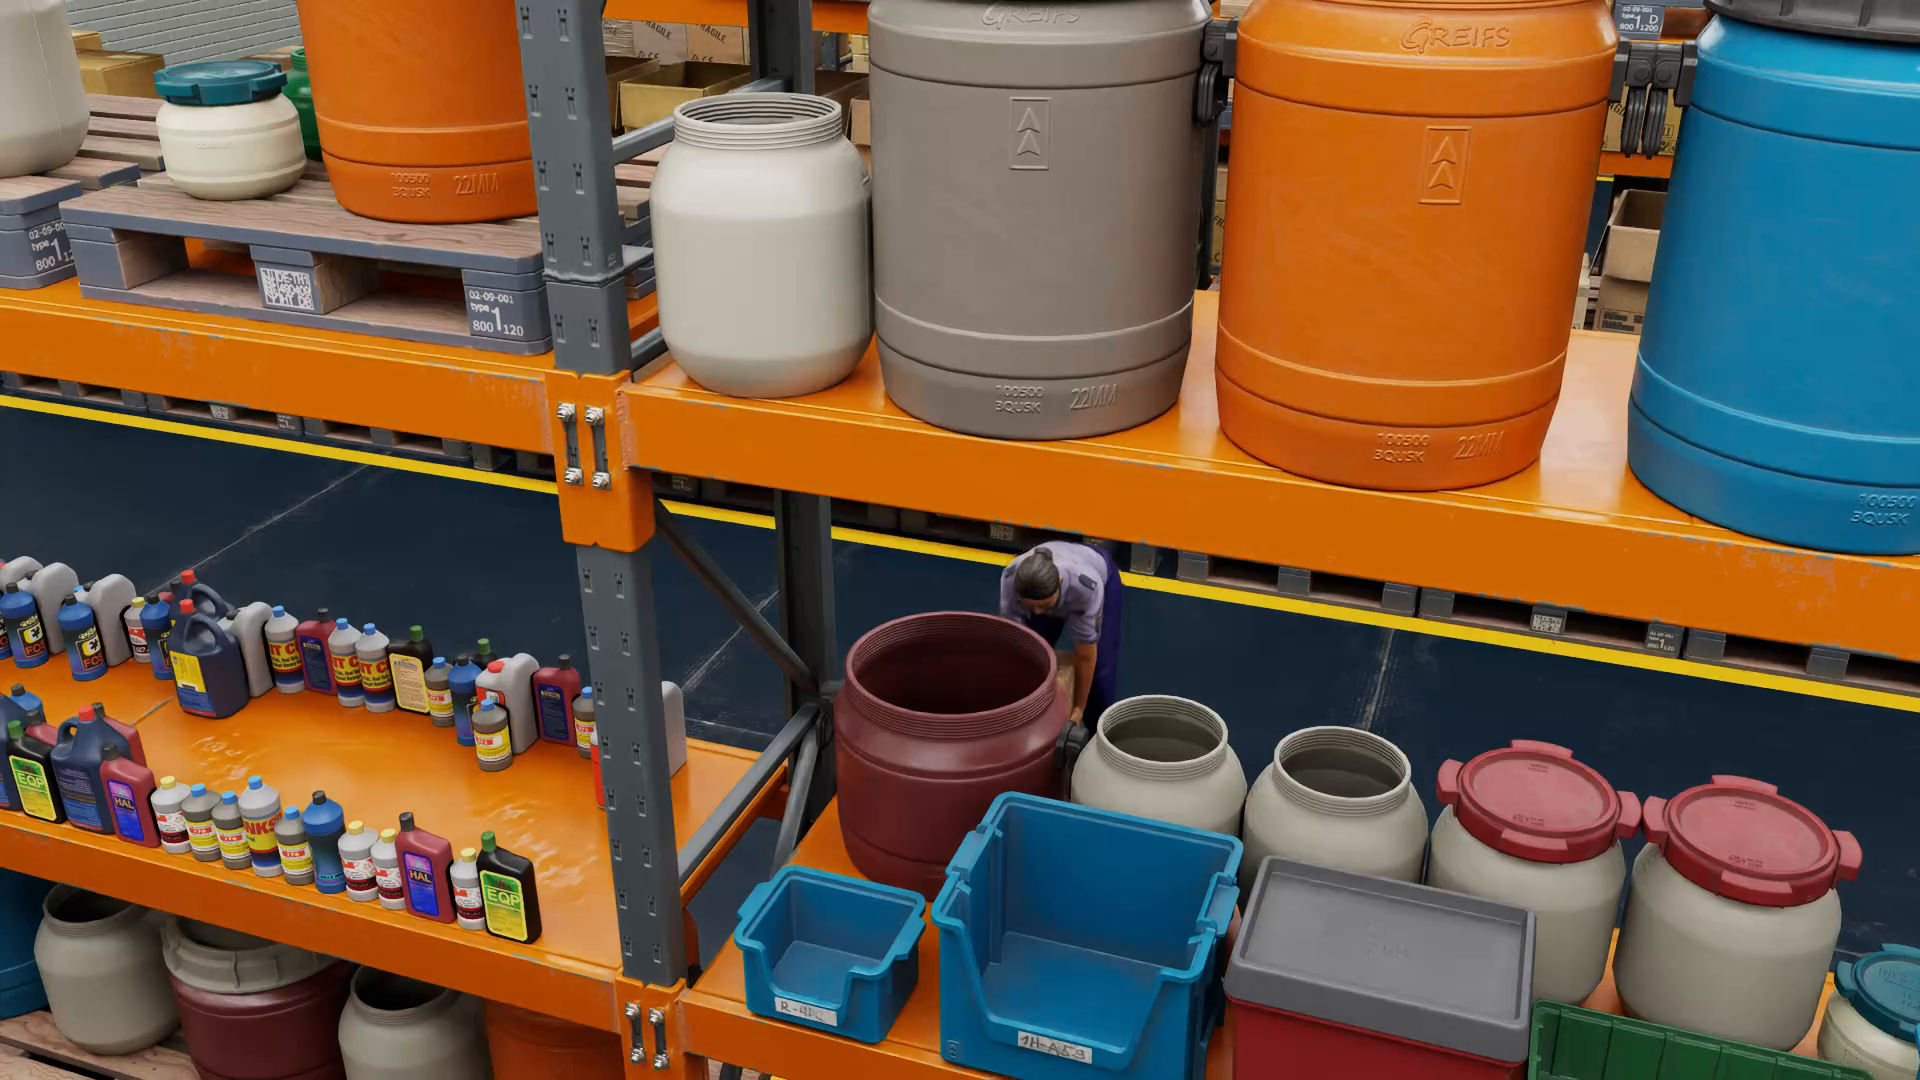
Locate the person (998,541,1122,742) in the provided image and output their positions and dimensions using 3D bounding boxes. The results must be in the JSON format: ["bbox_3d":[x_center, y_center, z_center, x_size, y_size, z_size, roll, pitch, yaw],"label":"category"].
[{"bbox_3d":[0.402,0.479,6.686,0.459,1.179,0.660,8,27,16],"label":"person"}]
